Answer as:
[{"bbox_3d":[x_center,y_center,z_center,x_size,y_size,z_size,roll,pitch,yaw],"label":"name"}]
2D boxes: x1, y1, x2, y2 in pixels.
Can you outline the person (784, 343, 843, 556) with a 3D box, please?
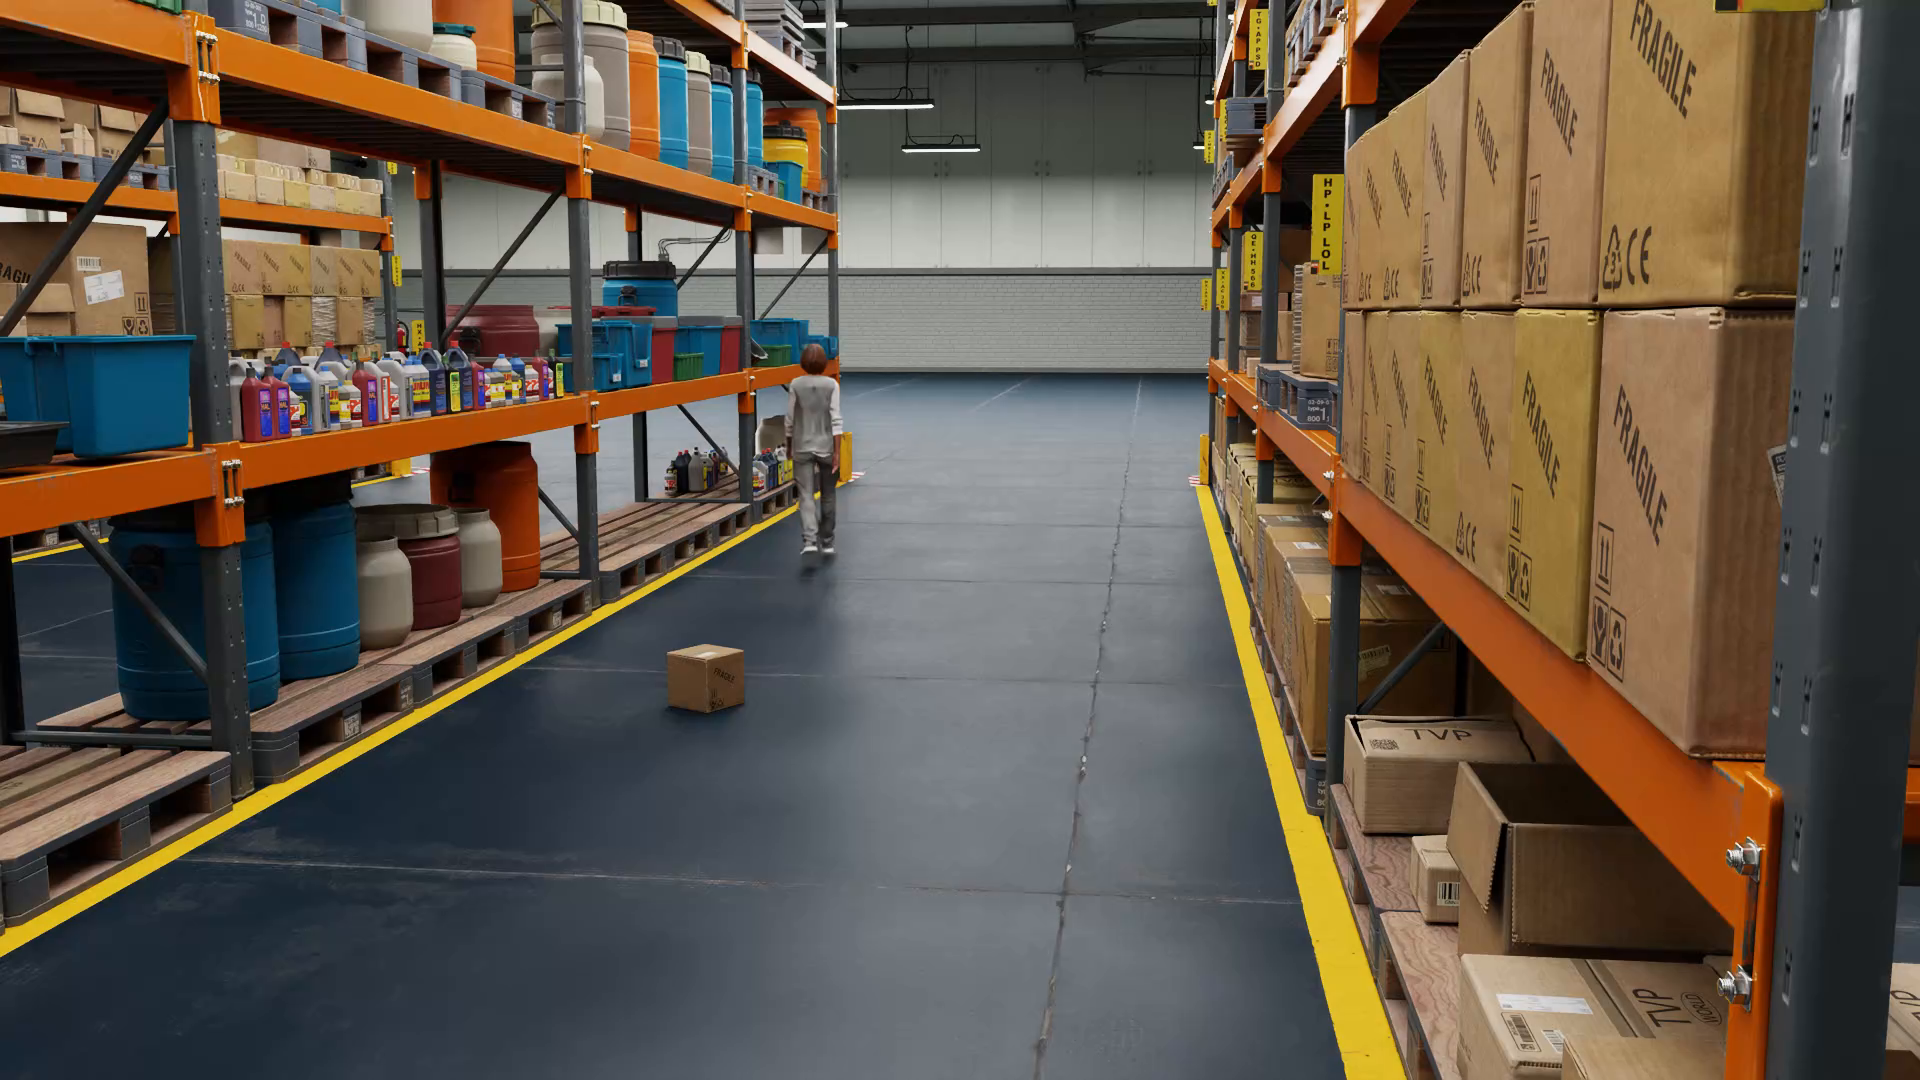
[{"bbox_3d":[-1.060,-0.649,12.038,0.421,1.548,0.905,-1,8,-7],"label":"person"}]
